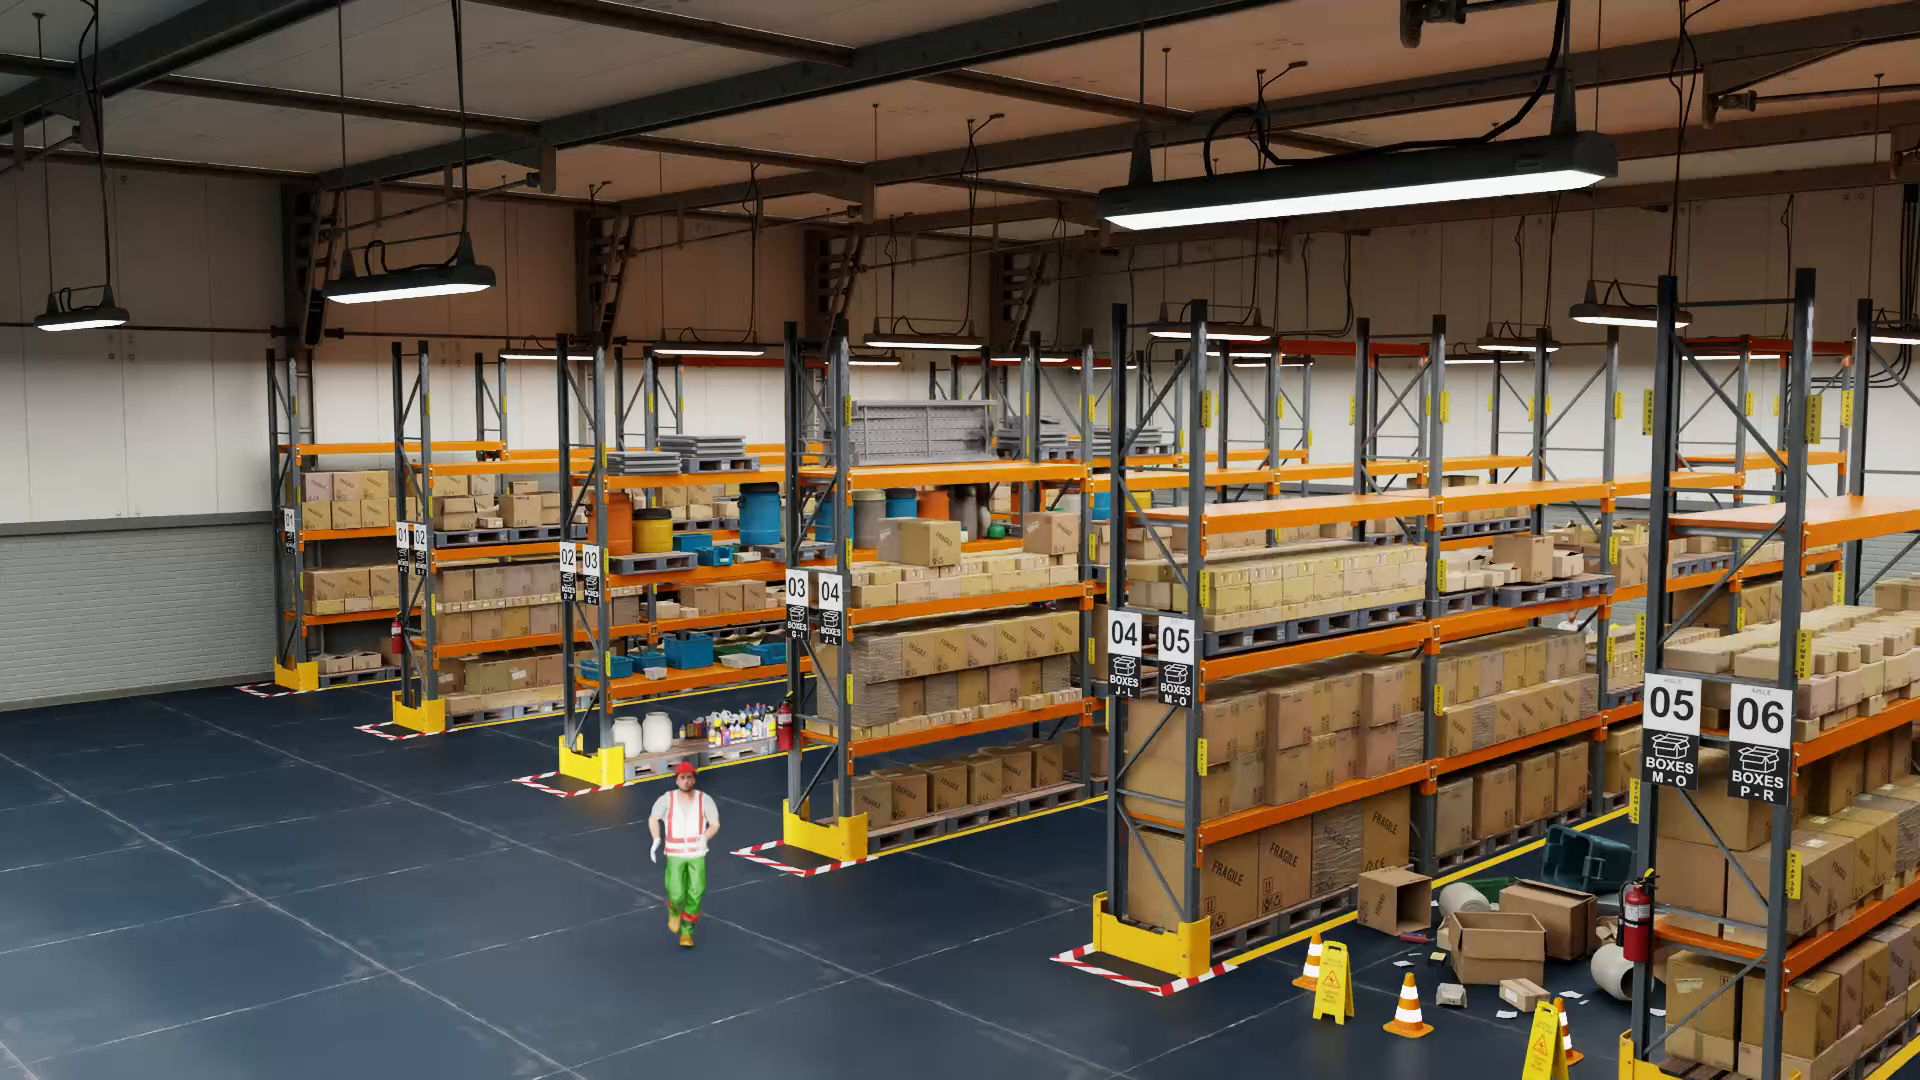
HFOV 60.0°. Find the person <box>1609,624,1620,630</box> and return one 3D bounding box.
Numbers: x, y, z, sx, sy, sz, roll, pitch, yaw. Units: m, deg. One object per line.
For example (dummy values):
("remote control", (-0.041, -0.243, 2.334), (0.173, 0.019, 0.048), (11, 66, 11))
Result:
("person", (10.208, 2.118, 25.707), (0.709, 1.708, 0.978), (4, 6, 37))

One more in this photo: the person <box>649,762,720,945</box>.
("person", (-2.562, 2.948, 15.537), (0.651, 1.738, 0.583), (-1, 5, -13))

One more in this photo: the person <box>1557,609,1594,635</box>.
("person", (10.207, 1.899, 27.761), (0.614, 1.663, 0.986), (4, 6, 37))
